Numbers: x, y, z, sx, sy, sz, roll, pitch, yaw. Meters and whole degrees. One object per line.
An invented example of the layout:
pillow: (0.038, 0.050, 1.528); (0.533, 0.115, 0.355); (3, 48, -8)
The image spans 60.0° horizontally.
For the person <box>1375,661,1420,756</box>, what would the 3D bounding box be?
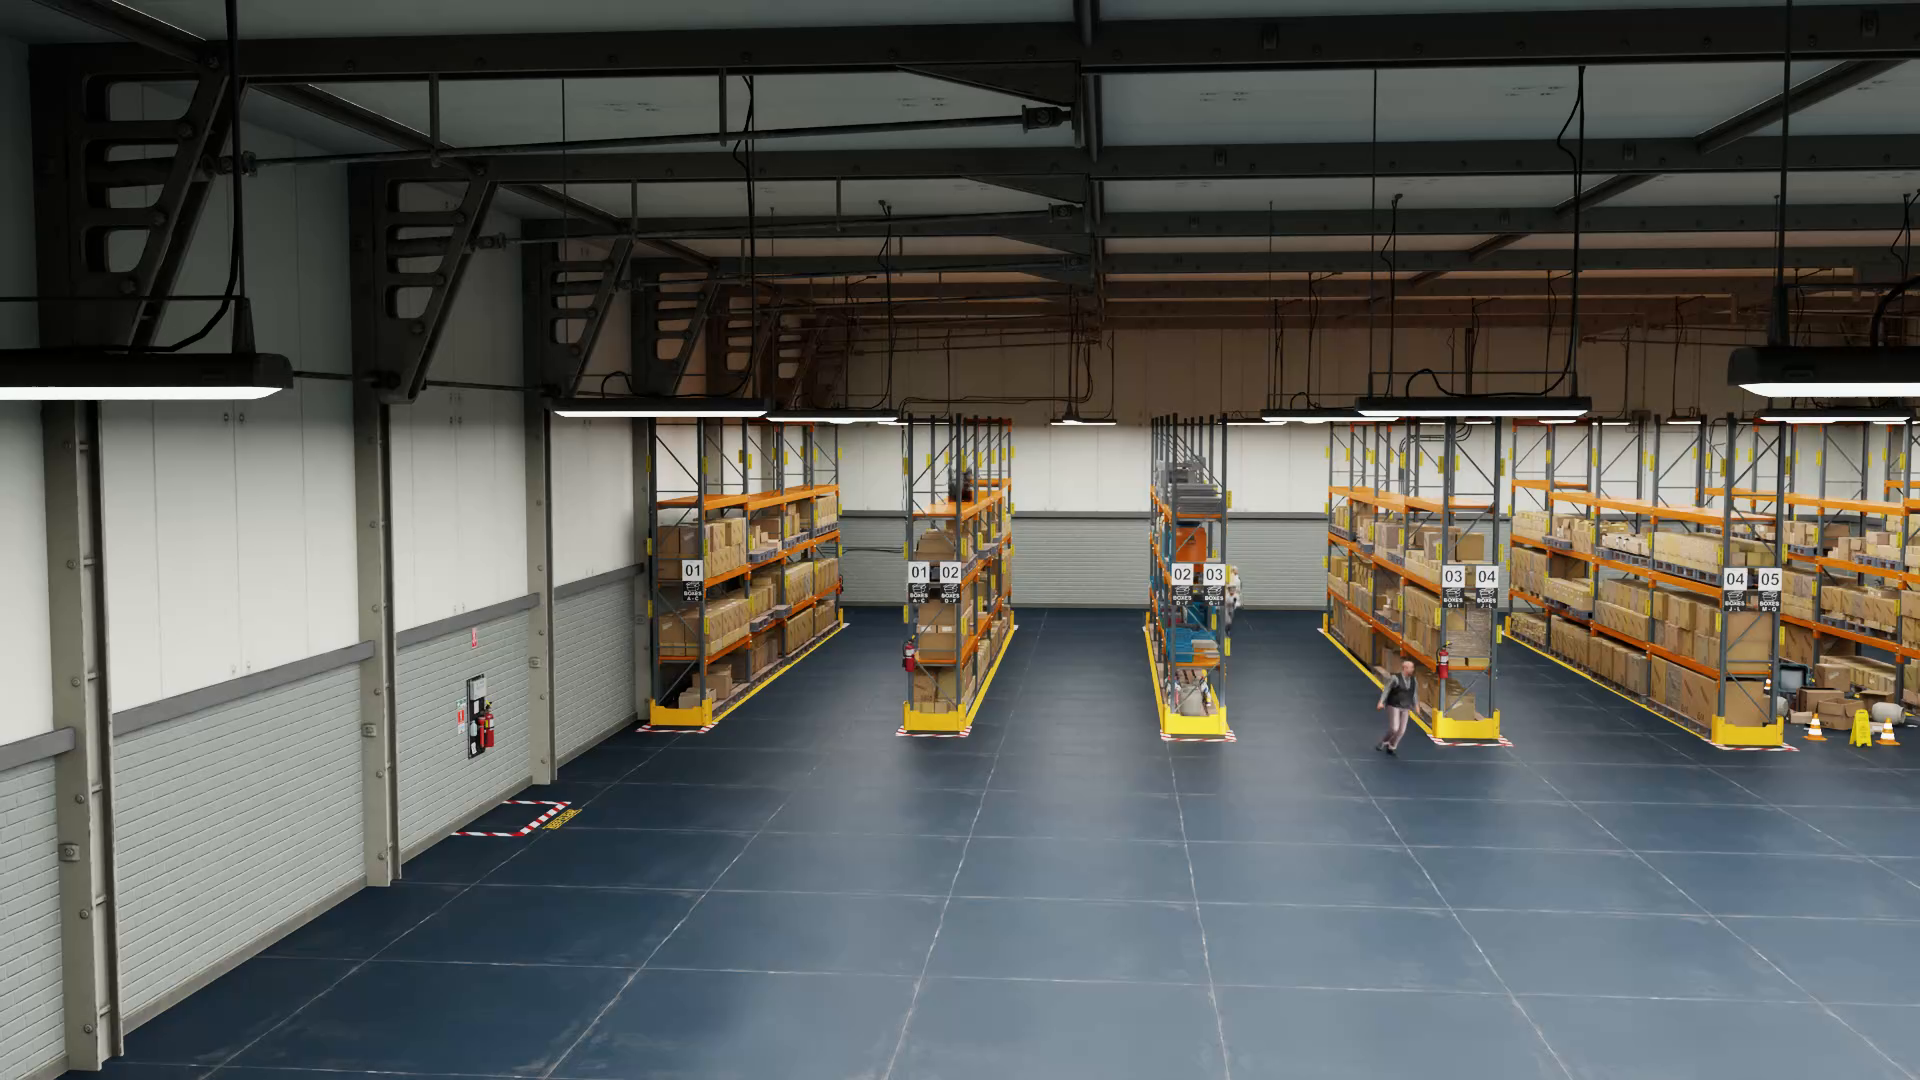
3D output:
person: (7.647, 2.939, 29.056); (0.692, 1.697, 0.545); (-2, 4, -24)

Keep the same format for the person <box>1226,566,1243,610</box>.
person: (8.195, 1.582, 49.584); (0.504, 1.614, 0.656); (3, 5, 41)

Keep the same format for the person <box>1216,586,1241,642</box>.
person: (7.154, 1.972, 44.546); (0.653, 1.567, 0.928); (-1, 4, -9)
